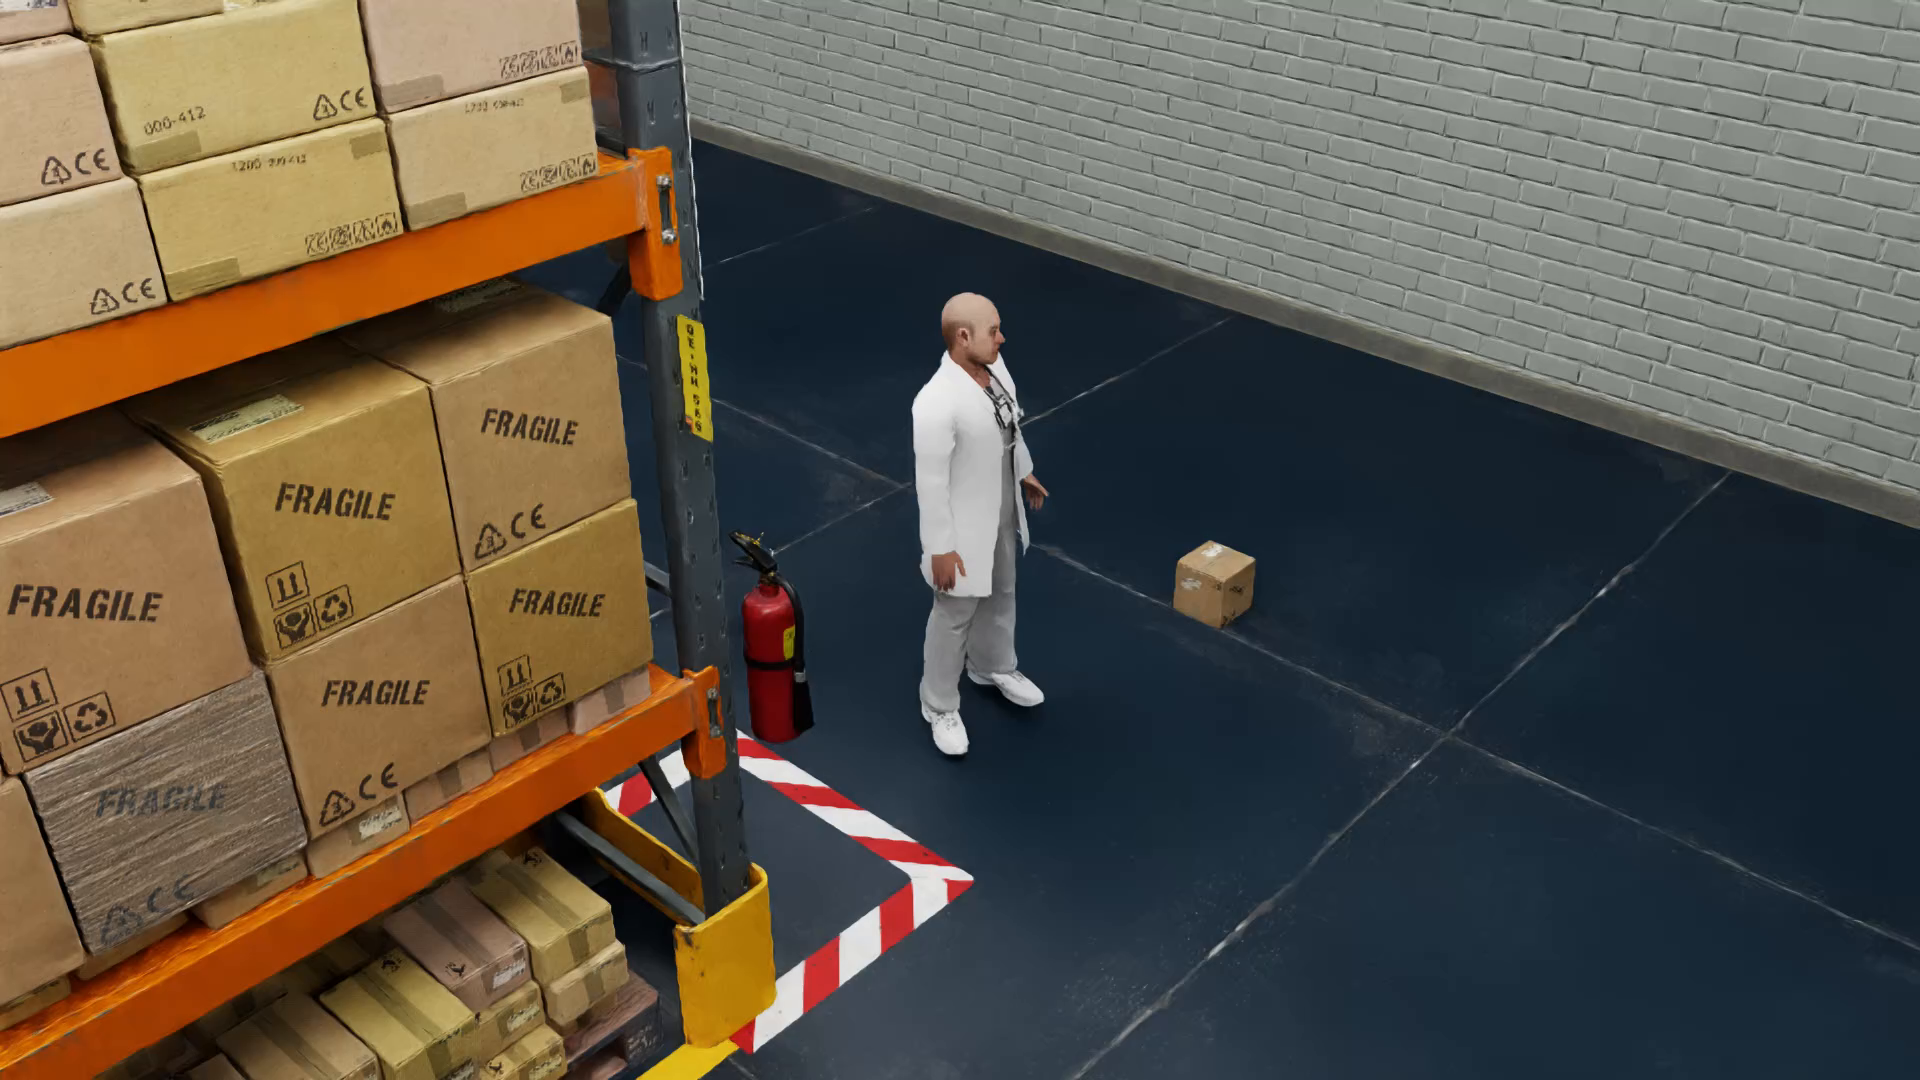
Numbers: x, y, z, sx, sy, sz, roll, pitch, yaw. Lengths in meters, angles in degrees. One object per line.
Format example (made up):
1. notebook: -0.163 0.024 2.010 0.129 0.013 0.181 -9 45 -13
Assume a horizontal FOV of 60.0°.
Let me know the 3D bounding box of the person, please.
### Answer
1. person: 0.091 -0.083 6.225 0.434 1.792 0.692 16 34 24
